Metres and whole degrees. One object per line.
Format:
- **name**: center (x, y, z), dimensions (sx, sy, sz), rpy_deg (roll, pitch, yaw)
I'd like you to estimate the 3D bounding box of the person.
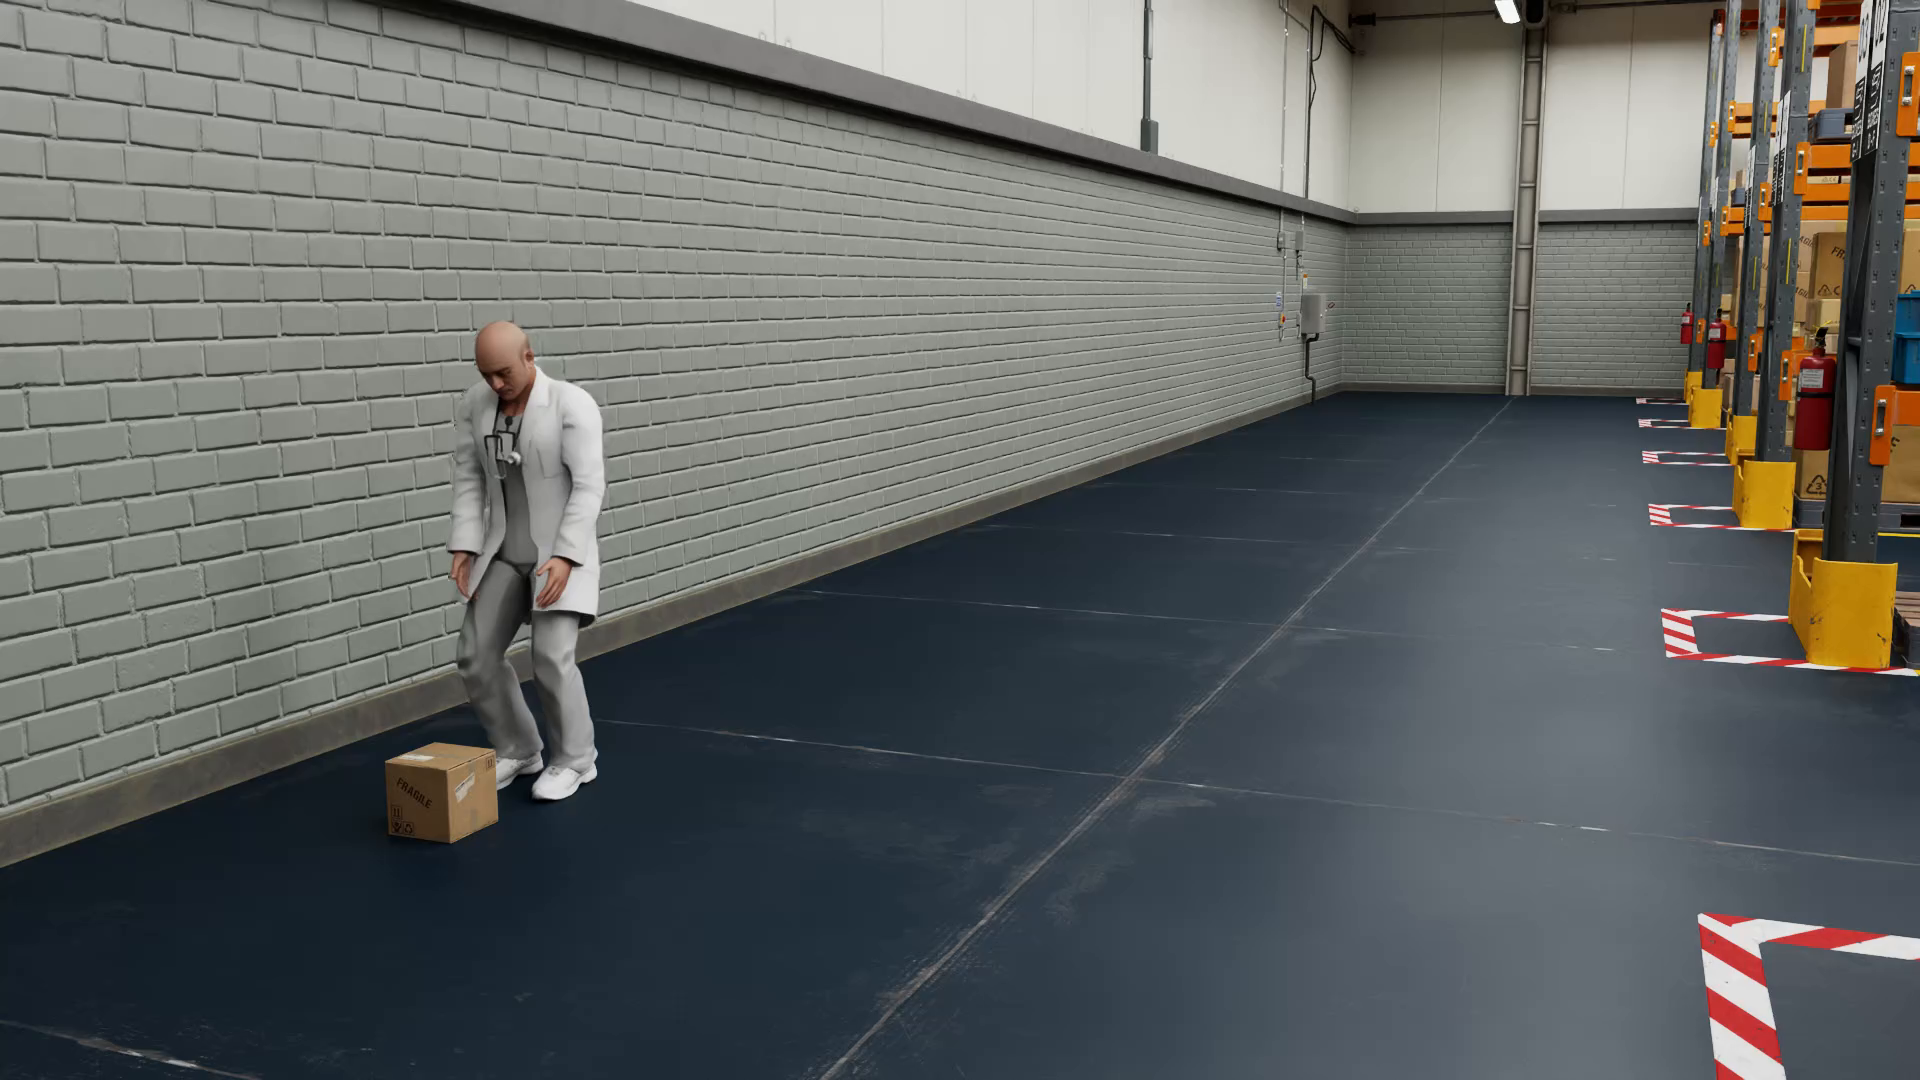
- **person**: center (-1.500, 0.072, 5.845), dimensions (0.608, 1.662, 0.503), rpy_deg (4, 9, 22)
